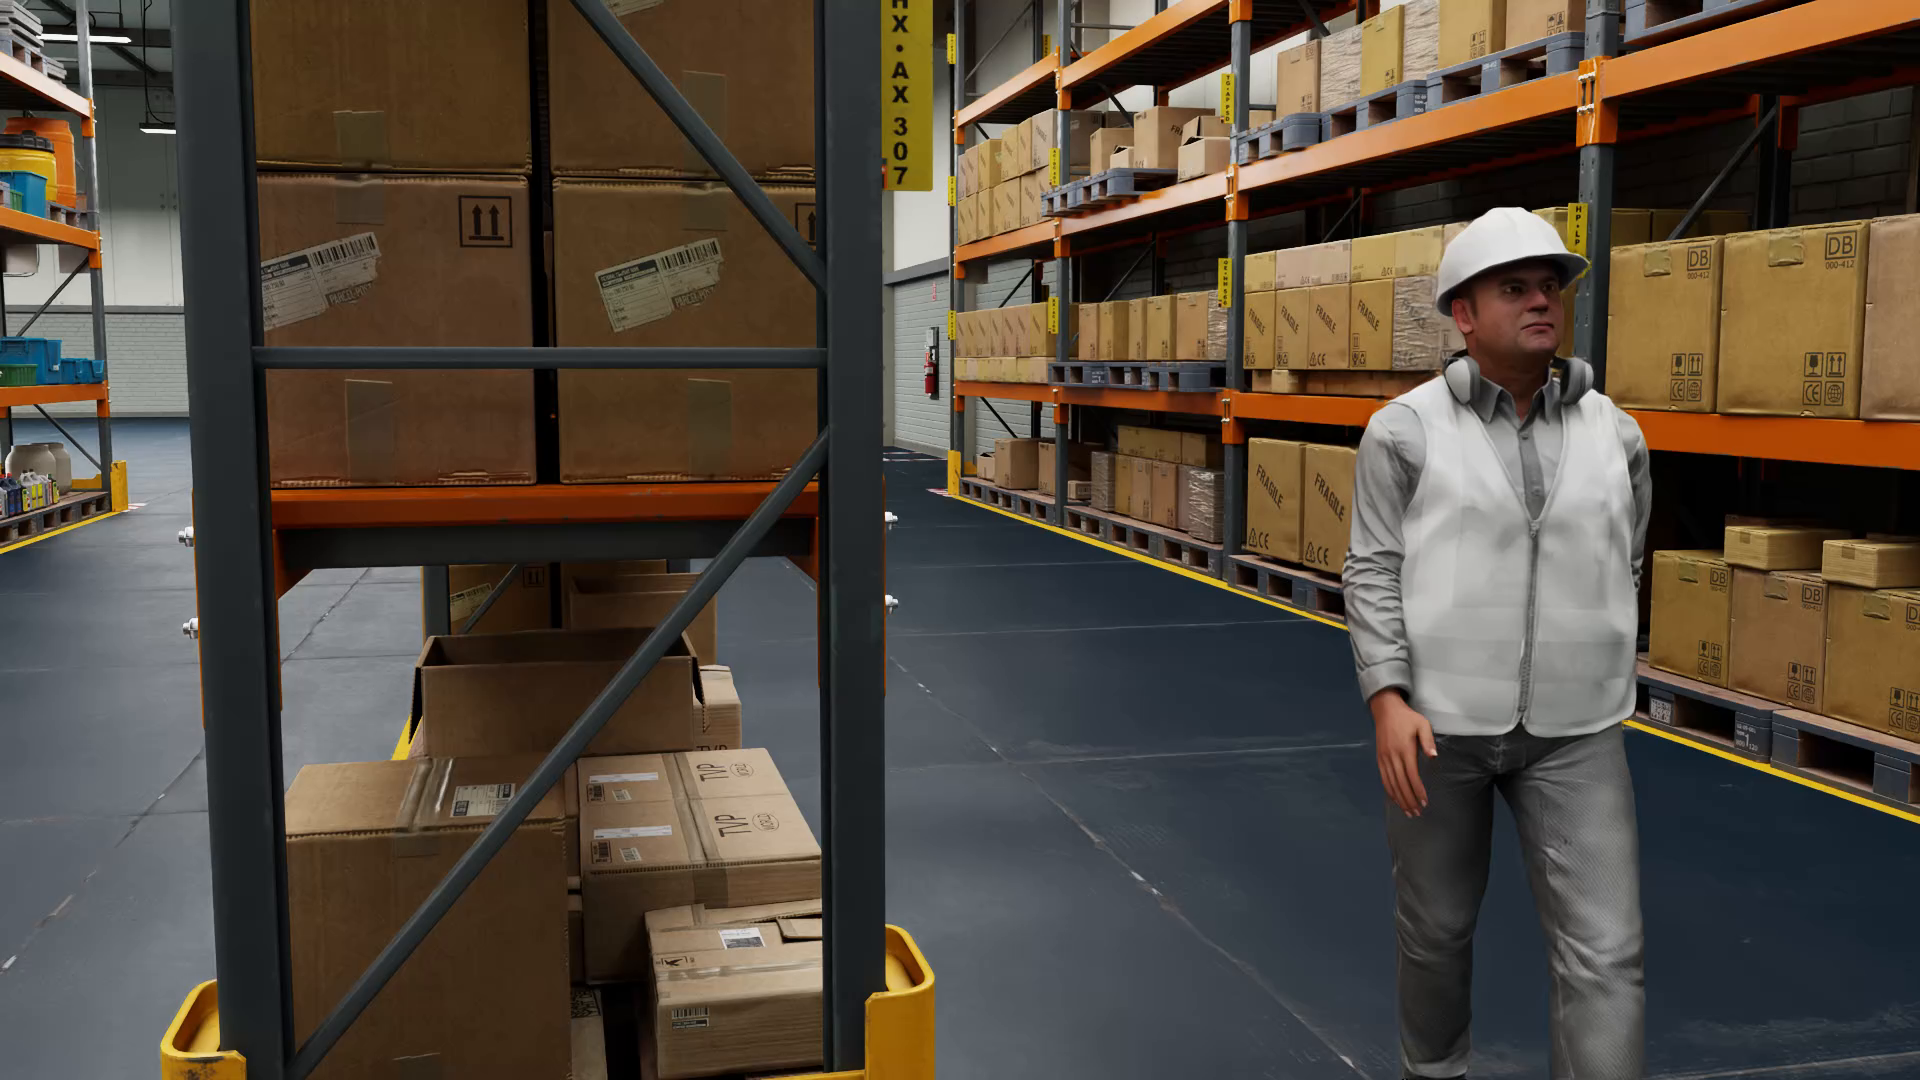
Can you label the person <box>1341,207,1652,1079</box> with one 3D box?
[{"bbox_3d":[0.924,0.306,2.810,0.542,1.736,0.936,1,6,5],"label":"person"}]
